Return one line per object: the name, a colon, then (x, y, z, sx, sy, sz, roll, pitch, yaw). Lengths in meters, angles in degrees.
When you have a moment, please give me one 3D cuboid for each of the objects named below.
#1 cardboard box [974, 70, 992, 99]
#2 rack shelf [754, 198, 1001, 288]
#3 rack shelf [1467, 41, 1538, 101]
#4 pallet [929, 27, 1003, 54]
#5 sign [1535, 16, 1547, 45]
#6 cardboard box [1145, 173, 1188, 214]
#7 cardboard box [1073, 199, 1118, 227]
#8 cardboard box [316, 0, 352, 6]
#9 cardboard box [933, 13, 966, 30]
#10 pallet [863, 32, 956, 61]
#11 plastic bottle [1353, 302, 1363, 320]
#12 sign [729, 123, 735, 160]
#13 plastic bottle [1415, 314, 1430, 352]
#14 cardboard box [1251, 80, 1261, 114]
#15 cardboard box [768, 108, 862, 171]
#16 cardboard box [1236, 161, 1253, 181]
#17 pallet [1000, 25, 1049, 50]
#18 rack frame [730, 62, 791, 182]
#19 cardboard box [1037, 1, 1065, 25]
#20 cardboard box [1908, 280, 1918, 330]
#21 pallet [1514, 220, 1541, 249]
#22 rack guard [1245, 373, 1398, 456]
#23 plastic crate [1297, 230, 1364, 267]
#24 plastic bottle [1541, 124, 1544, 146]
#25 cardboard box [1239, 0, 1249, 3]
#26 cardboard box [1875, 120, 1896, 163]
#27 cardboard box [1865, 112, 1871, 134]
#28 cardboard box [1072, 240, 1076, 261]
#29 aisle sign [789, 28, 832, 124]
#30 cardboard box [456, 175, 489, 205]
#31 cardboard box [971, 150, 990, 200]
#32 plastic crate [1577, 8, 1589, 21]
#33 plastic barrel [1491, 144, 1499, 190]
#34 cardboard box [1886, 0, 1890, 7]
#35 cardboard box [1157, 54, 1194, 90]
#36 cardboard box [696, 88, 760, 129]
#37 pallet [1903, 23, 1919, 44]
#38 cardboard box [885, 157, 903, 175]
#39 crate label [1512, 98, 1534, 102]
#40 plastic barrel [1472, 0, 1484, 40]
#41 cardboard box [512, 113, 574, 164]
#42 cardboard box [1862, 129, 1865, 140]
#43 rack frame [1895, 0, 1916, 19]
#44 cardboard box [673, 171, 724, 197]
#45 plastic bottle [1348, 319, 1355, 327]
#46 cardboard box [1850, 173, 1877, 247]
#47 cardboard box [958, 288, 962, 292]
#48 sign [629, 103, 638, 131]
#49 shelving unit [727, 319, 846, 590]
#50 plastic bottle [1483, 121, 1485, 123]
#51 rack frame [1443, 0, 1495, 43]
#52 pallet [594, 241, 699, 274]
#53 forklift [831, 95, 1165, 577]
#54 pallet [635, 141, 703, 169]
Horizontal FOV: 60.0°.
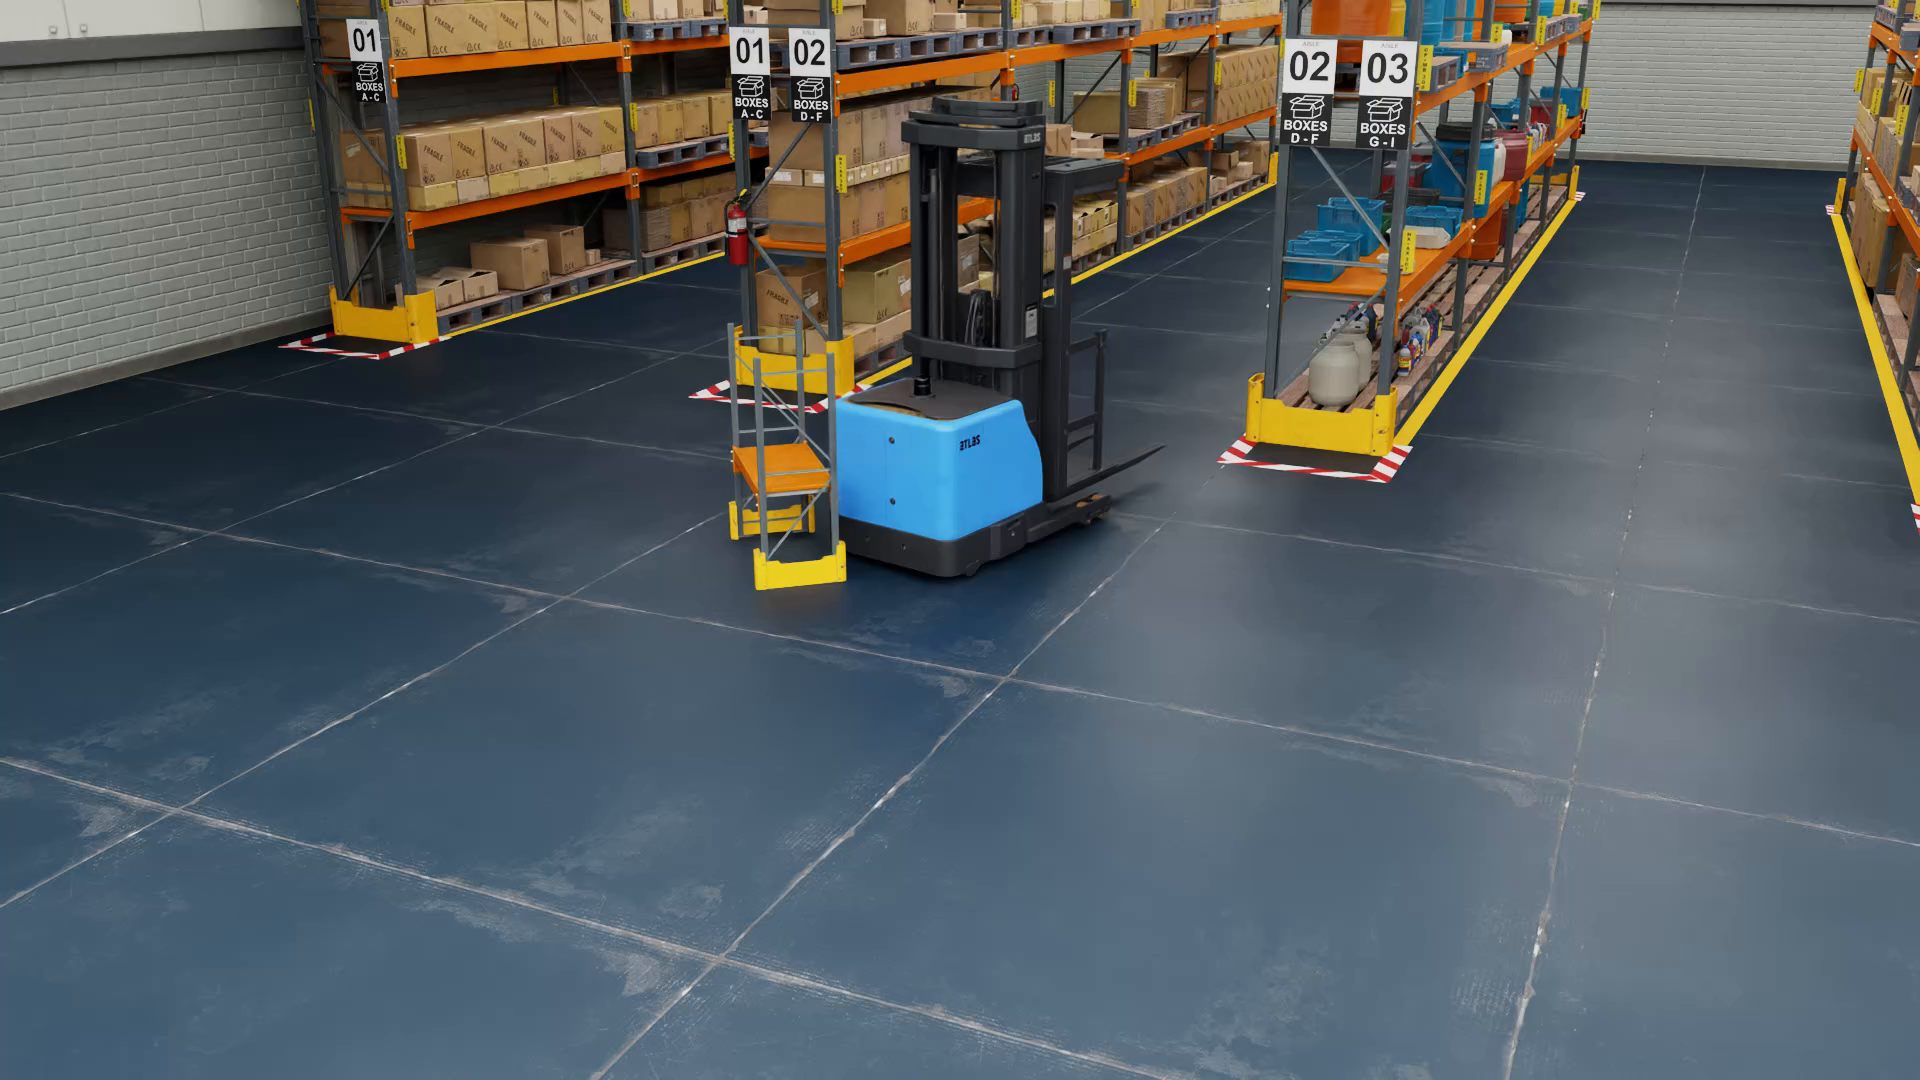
cardboard box: (-0.008, -8.192, 29.579, 0.980, 0.700, 0.700, 8, 21, 22)
rack shelf: (-0.733, -3.134, 16.880, 1.077, 0.370, 4.000, 9, 21, 23)
rack shelf: (5.423, -5.090, 17.901, 1.077, 0.370, 4.000, 9, 21, 23)
pallet: (-0.239, -5.192, 17.247, 1.003, 0.211, 1.213, 9, 21, 23)
sign: (6.747, -5.917, 19.311, 0.100, 0.325, 0.005, 9, 21, 23)
cardboard box: (3.006, -5.067, 24.313, 0.500, 0.500, 0.500, 9, 21, 23)
cardboard box: (1.735, -4.280, 21.668, 0.500, 0.311, 0.500, 9, 22, 24)
cardboard box: (-6.134, -5.649, 16.729, 0.500, 0.500, 0.500, 10, 22, 25)
cardboard box: (-0.158, -5.237, 16.782, 0.380, 0.149, 0.250, 9, 21, 23)
pallet: (-0.740, -4.821, 16.202, 1.003, 0.211, 1.213, 9, 21, 23)
plastic bottle: (3.895, -2.173, 16.400, 0.144, 0.351, 0.185, 9, 22, 24)
sign: (-2.041, -3.598, 15.028, 0.100, 0.325, 0.005, 9, 21, 23)
plastic bottle: (4.392, -1.969, 15.827, 0.144, 0.351, 0.185, 8, 21, 22)
cardboard box: (4.647, -7.315, 27.412, 0.500, 0.500, 0.500, 9, 21, 23)
cardboard box: (-1.327, -3.678, 15.248, 0.700, 0.500, 0.500, 9, 21, 23)
cardboard box: (4.586, -6.179, 27.813, 0.500, 0.250, 0.500, 9, 21, 23)
pallet: (0.436, -5.679, 18.771, 0.805, 0.209, 1.217, 8, 21, 21)
rack frame: (-2.796, -5.986, 23.825, 1.000, 3.000, 0.127, 9, 21, 23)
cardboard box: (0.925, -6.201, 19.550, 0.500, 0.250, 0.500, 7, 21, 18)
cardboard box: (9.835, -2.253, 16.401, 0.700, 0.500, 0.500, 7, 21, 18)
pallet: (7.526, -4.306, 23.261, 1.003, 0.211, 1.213, 9, 21, 23)
rack guard: (2.954, -1.033, 13.628, 1.175, 0.500, 0.348, 9, 21, 23)
plastic crate: (3.169, -2.503, 14.252, 0.499, 0.251, 0.408, 9, 21, 23)
plastic bottle: (7.960, -5.553, 22.780, 0.061, 0.283, 0.133, 9, 21, 23)
cardboard box: (4.207, -8.527, 25.971, 0.500, 0.250, 0.500, 9, 21, 23)
cardboard box: (11.777, -4.957, 20.781, 0.500, 0.500, 0.500, 9, 21, 23)
cardboard box: (12.758, -5.725, 22.870, 0.500, 0.250, 0.500, 9, 21, 24)
cardboard box: (1.107, -3.547, 20.442, 0.500, 0.250, 0.500, 9, 21, 24)
aisle sign: (-1.299, -4.025, 14.430, 0.394, 0.787, 0.004, 9, 21, 23)
cardboard box: (-5.383, -3.746, 17.719, 0.500, 0.250, 0.500, 8, 21, 21)
cardboard box: (-0.090, -3.995, 18.078, 0.700, 0.500, 0.500, 8, 21, 21)
plastic crate: (9.374, -8.045, 25.454, 0.450, 0.188, 0.336, 9, 21, 23)
plastic barrel: (5.673, -4.087, 18.281, 0.433, 0.535, 0.433, 0, 20, 0)
cardboard box: (13.532, -7.776, 23.457, 0.700, 0.500, 0.500, 8, 21, 21)
cardboard box: (3.333, -7.239, 25.705, 0.500, 0.500, 0.500, 9, 21, 23)
cardboard box: (-3.184, -5.921, 22.835, 0.700, 0.500, 0.500, 6, 21, 18)
pallet: (11.431, -5.818, 19.157, 1.003, 0.211, 1.213, 10, 22, 25)
cardboard box: (-0.773, -3.621, 16.057, 0.380, 0.149, 0.250, 8, 21, 21)
crate label: (9.116, -6.991, 26.812, 0.416, 0.233, 0.303, 9, 21, 23)
plastic barrel: (5.440, -5.821, 18.243, 0.600, 0.830, 0.708, 9, 21, 23)
cardboard box: (-4.761, -4.563, 18.897, 0.500, 0.500, 0.500, 8, 21, 21)
cardboard box: (12.856, -5.660, 23.283, 0.380, 0.149, 0.250, 9, 21, 24)
rack frame: (12.399, -7.997, 20.524, 1.000, 3.000, 0.127, 9, 21, 23)
cardboard box: (-3.540, -4.818, 22.495, 0.500, 0.250, 0.500, 8, 21, 22)
plastic bottle: (3.791, -2.028, 16.111, 0.097, 0.271, 0.097, 0, 20, 0)
cardboard box: (12.155, -4.168, 21.257, 1.225, 0.875, 0.875, 9, 21, 23)
cardboard box: (-0.309, -2.509, 17.524, 0.500, 0.250, 0.500, 9, 21, 23)
sign: (-3.936, -5.099, 20.038, 0.100, 0.325, 0.005, 9, 21, 23)
shelving unit: (-1.162, -0.588, 10.884, 0.587, 1.500, 1.083, -6, 20, -15)
plastic bottle: (7.286, -5.700, 23.195, 0.061, 0.283, 0.133, 9, 21, 23)
rack frame: (4.604, -6.231, 15.559, 1.000, 3.000, 0.127, 9, 21, 23)
pallet: (-4.117, -3.688, 21.523, 1.003, 0.211, 1.213, 9, 21, 23)
forklift: (0.420, -1.574, 11.521, 1.130, 2.935, 3.031, 14, 24, 34)
pallet: (-3.989, -4.887, 21.019, 1.003, 0.211, 1.213, 9, 21, 23)
